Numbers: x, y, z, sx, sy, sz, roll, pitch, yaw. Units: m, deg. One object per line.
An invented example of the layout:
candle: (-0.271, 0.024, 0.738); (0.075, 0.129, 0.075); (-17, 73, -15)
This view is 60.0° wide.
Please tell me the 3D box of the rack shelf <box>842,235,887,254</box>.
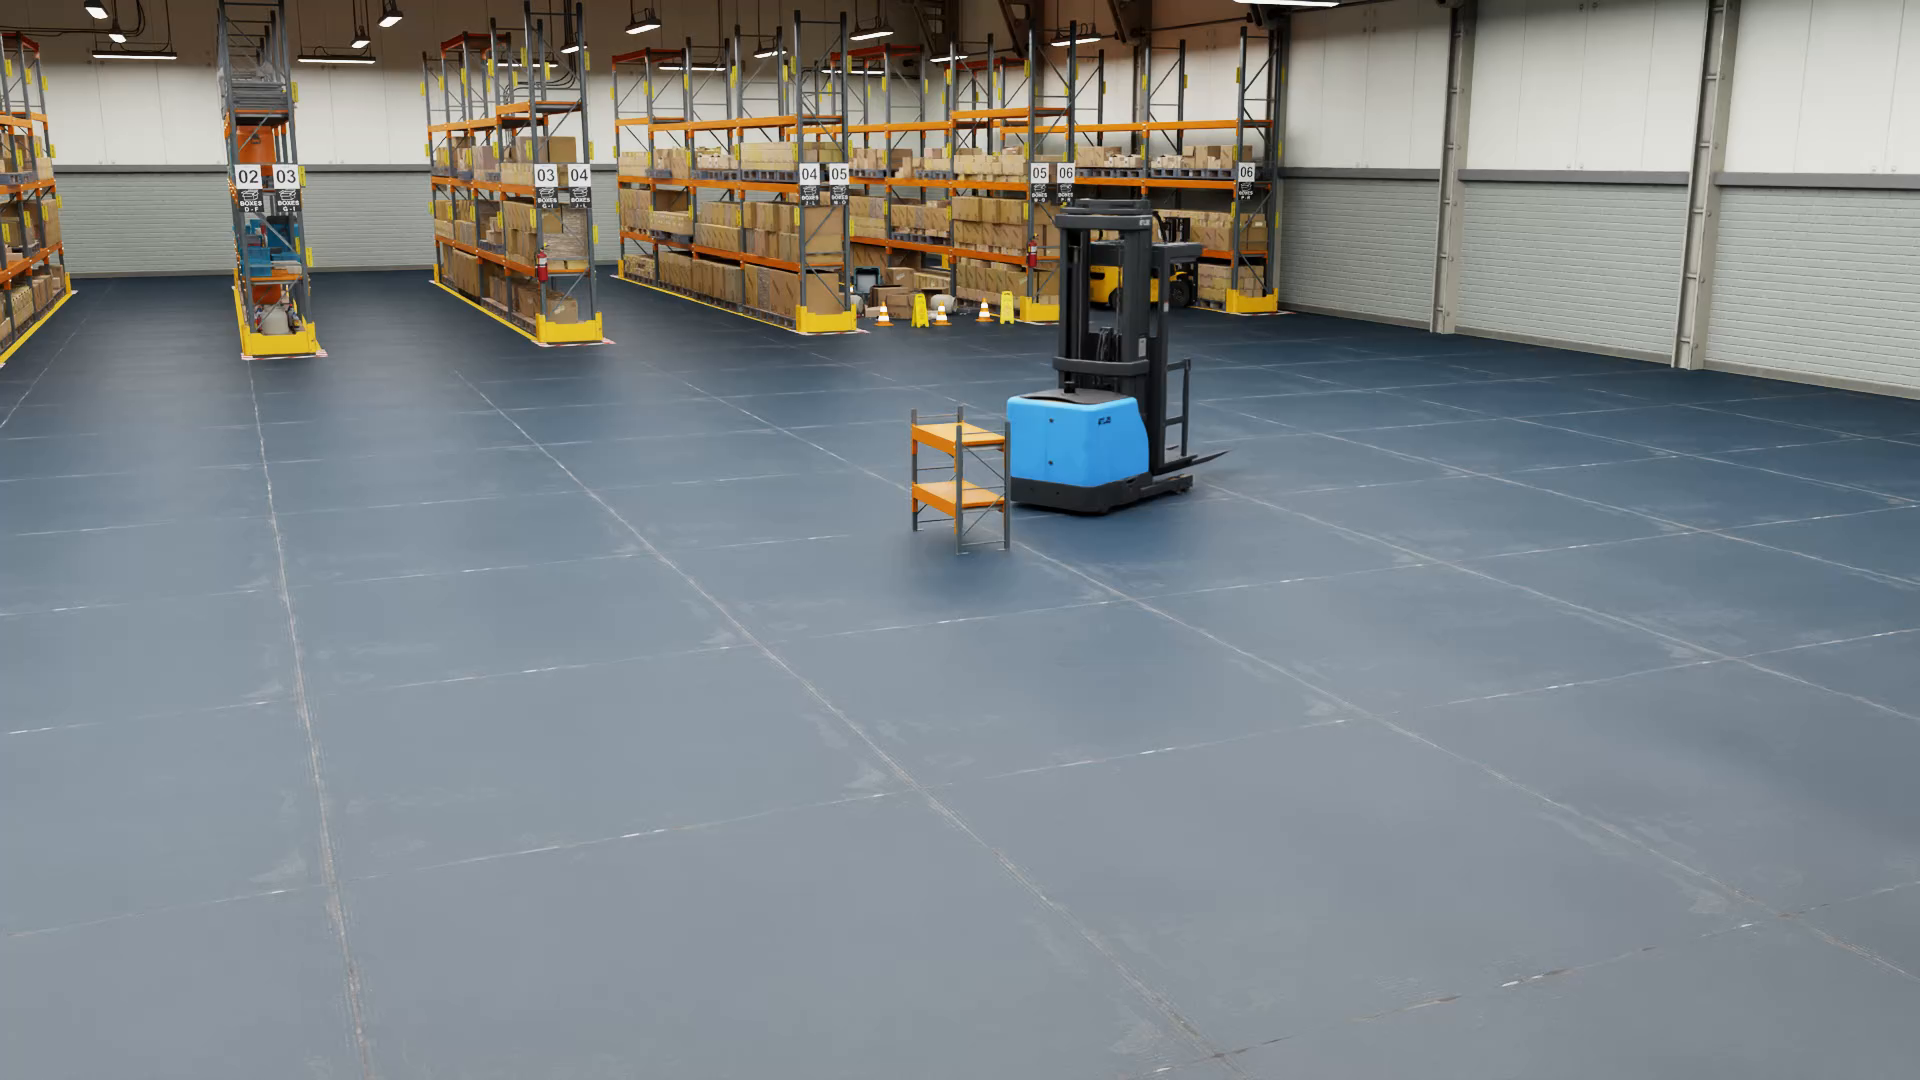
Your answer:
rack shelf: (-2.141, -7.765, 43.363); (1.077, 0.370, 4.000); (-6, 14, -23)

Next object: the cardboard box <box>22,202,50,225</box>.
cardboard box: (-21.239, -7.505, 38.204); (0.500, 0.500, 0.500); (-6, 14, -25)

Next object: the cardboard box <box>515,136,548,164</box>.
cardboard box: (-8.068, -7.350, 31.334); (0.500, 0.500, 0.500); (-6, 14, -23)

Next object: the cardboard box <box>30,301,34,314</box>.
cardboard box: (-19.064, -4.692, 33.655); (0.500, 0.250, 0.500); (-5, 14, -22)

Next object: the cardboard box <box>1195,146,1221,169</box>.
cardboard box: (5.692, -8.552, 37.141); (0.700, 0.500, 0.500); (-6, 14, -23)

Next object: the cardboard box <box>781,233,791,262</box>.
cardboard box: (-3.061, -5.839, 33.113); (0.875, 0.550, 0.550); (-6, 14, -23)

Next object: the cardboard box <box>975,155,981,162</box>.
cardboard box: (0.545, -8.299, 36.211); (0.380, 0.149, 0.250); (-6, 14, -25)

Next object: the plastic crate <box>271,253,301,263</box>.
plastic crate: (-12.664, -5.257, 31.261); (0.499, 0.251, 0.616); (-6, 14, -23)

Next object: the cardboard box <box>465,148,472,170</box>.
cardboard box: (-11.157, -8.812, 38.485); (0.500, 0.500, 0.500); (-5, 14, -20)

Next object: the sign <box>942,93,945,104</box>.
sign: (-0.495, -13.172, 49.576); (0.100, 0.325, 0.005); (-6, 14, -23)

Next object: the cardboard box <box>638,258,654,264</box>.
cardboard box: (-8.408, -7.479, 44.604); (0.380, 0.149, 0.250); (-6, 14, -25)

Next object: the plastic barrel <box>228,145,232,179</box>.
plastic barrel: (-14.566, -7.706, 33.908); (0.600, 0.830, 0.708); (-6, 14, -23)

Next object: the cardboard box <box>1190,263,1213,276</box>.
cardboard box: (5.520, -6.126, 37.635); (0.500, 0.250, 0.500); (-5, 14, -22)

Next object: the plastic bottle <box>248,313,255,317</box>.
plastic bottle: (-13.092, -4.088, 30.778); (0.144, 0.351, 0.185); (-5, 14, -21)

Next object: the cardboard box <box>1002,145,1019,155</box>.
cardboard box: (1.405, -10.823, 46.154); (0.396, 0.266, 0.258); (-6, 14, -24)

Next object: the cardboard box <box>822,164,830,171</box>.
cardboard box: (-2.474, -7.274, 32.396); (0.380, 0.149, 0.250); (-6, 14, -23)

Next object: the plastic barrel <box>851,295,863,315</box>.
plastic barrel: (-2.372, -5.057, 35.781); (0.512, 0.421, 0.421); (4, 14, 16)

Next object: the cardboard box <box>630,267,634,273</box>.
cardboard box: (-8.835, -7.406, 45.606); (0.380, 0.149, 0.250); (-5, 14, -22)

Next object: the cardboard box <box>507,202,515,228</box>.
cardboard box: (-8.669, -6.442, 32.955); (0.500, 0.500, 0.500); (-6, 14, -23)

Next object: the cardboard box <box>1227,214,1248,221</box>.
cardboard box: (6.075, -7.063, 36.416); (0.380, 0.149, 0.250); (-6, 14, -23)

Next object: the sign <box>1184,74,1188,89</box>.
sign: (5.328, -10.825, 39.262); (0.100, 0.325, 0.005); (-6, 14, -23)

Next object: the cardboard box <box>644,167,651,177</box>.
cardboard box: (-7.881, -9.526, 43.057); (0.500, 0.250, 0.500); (-5, 14, -22)

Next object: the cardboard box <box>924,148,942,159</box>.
cardboard box: (-0.515, -9.029, 38.871); (0.500, 0.250, 0.500); (-5, 14, -22)

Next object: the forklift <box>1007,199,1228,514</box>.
forklift: (1.733, -1.954, 16.811); (1.130, 2.935, 3.031); (10, 16, 36)

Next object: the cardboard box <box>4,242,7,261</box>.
cardboard box: (-18.811, -5.617, 32.264); (0.500, 0.500, 0.500); (-6, 15, -26)

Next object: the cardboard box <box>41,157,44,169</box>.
cardboard box: (-21.459, -8.702, 38.387); (0.500, 0.250, 0.500); (-6, 14, -23)

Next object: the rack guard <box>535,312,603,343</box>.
rack guard: (-7.246, -3.952, 30.838); (1.175, 0.500, 0.348); (-6, 14, -23)

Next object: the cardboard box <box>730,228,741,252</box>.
cardboard box: (-4.686, -6.540, 36.254); (0.500, 0.500, 0.500); (-6, 14, -23)

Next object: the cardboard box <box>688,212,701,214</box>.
cardboard box: (-6.576, -8.098, 41.514); (0.380, 0.149, 0.250); (-6, 14, -25)

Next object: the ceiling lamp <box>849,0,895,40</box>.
ceiling lamp: (-1.685, -12.417, 35.619); (0.800, 3.185, 2.000); (-6, 14, -23)

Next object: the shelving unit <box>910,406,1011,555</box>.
shelving unit: (-0.003, -0.549, 14.749); (0.538, 1.125, 1.048); (-6, 14, -23)

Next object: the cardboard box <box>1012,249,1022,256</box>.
cardboard box: (1.316, -6.027, 34.817); (0.380, 0.149, 0.250); (-6, 14, -24)

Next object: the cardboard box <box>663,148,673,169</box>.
cardboard box: (-6.939, -9.446, 41.218); (0.797, 0.503, 0.637); (-6, 14, -24)

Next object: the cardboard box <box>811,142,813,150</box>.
cardboard box: (-2.775, -7.817, 32.976); (0.380, 0.149, 0.250); (-5, 14, -22)

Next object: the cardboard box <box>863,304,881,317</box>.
cardboard box: (-1.856, -4.887, 35.397); (0.396, 0.266, 0.258); (-3, 13, -13)

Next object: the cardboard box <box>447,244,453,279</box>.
cardboard box: (-12.930, -7.316, 43.611); (0.875, 0.875, 0.875); (-6, 14, -23)

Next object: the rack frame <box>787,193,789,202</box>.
rack frame: (-4.544, -9.355, 48.638); (1.000, 3.000, 0.127); (-6, 14, -23)

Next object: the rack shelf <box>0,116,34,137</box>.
rack shelf: (-20.299, -8.704, 35.002); (1.077, 0.370, 4.000); (-6, 14, -23)

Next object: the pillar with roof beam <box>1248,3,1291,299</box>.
pillar with roof beam: (3.014, -9.258, 34.913); (9.100, 9.000, 0.548); (-6, 14, -23)

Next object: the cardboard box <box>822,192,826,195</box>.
cardboard box: (-3.572, -9.583, 45.744); (0.380, 0.149, 0.250); (-6, 14, -23)

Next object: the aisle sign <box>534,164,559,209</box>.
aisle sign: (-7.465, -6.381, 30.023); (0.394, 0.787, 0.004); (-6, 14, -23)

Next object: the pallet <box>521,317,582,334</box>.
pallet: (-8.024, -4.234, 32.697); (1.003, 0.211, 1.213); (-6, 14, -23)

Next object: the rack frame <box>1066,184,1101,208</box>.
rack frame: (3.207, -8.151, 43.437); (1.000, 3.000, 0.127); (-6, 14, -23)

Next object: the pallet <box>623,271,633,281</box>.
pallet: (-8.716, -7.342, 46.124); (1.003, 0.211, 1.213); (-6, 14, -23)

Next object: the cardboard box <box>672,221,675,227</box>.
cardboard box: (-6.766, -7.683, 40.381); (0.380, 0.149, 0.250); (-6, 14, -23)

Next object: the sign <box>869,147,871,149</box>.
sign: (-2.449, -10.446, 44.856); (0.100, 0.325, 0.005); (-6, 14, -23)

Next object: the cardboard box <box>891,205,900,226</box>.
cardboard box: (-1.372, -7.987, 40.913); (0.500, 0.500, 0.500); (-6, 14, -25)

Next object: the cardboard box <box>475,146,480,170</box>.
cardboard box: (-10.267, -8.335, 36.249); (0.500, 0.500, 0.500); (-6, 14, -23)

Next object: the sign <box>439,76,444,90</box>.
sign: (-12.541, -11.044, 40.206); (0.100, 0.325, 0.005); (-6, 14, -23)

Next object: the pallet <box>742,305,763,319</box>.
pallet: (-4.000, -4.885, 35.509); (1.003, 0.211, 1.213); (-6, 14, -23)

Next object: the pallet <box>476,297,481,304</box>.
pallet: (-10.667, -5.618, 38.677); (1.003, 0.211, 1.213); (-6, 14, -23)

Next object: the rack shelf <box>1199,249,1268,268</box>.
rack shelf: (5.610, -6.561, 38.162); (1.077, 0.370, 4.000); (-6, 14, -23)

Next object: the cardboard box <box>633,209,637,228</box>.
cardboard box: (-8.480, -8.648, 44.700); (0.500, 0.500, 0.500); (-6, 14, -24)
